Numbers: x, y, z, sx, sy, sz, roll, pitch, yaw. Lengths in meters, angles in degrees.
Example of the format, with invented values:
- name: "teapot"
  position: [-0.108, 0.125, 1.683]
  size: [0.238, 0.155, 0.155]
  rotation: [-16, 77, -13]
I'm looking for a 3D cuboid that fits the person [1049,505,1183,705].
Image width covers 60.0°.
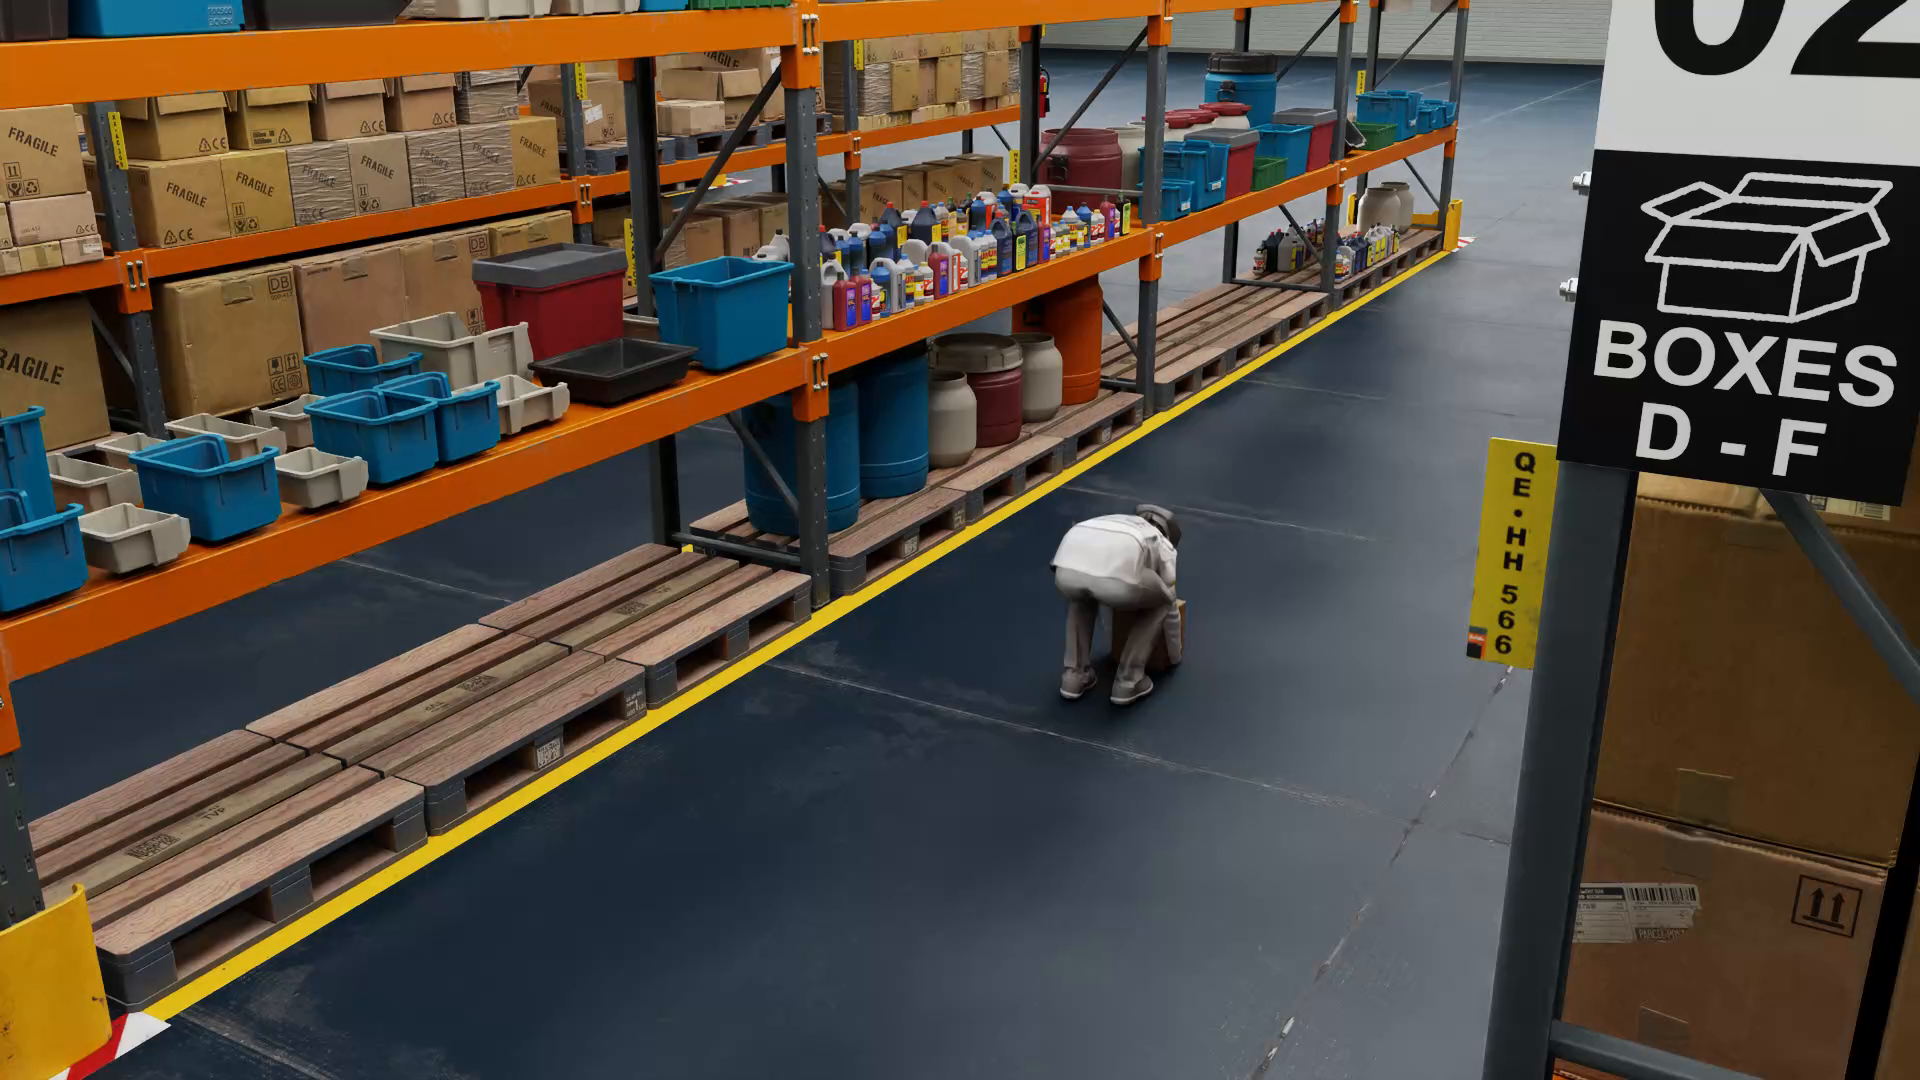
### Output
- name: "person"
  position: [0.687, 0.254, 7.166]
  size: [0.461, 0.822, 0.897]
  rotation: [10, 22, 25]
